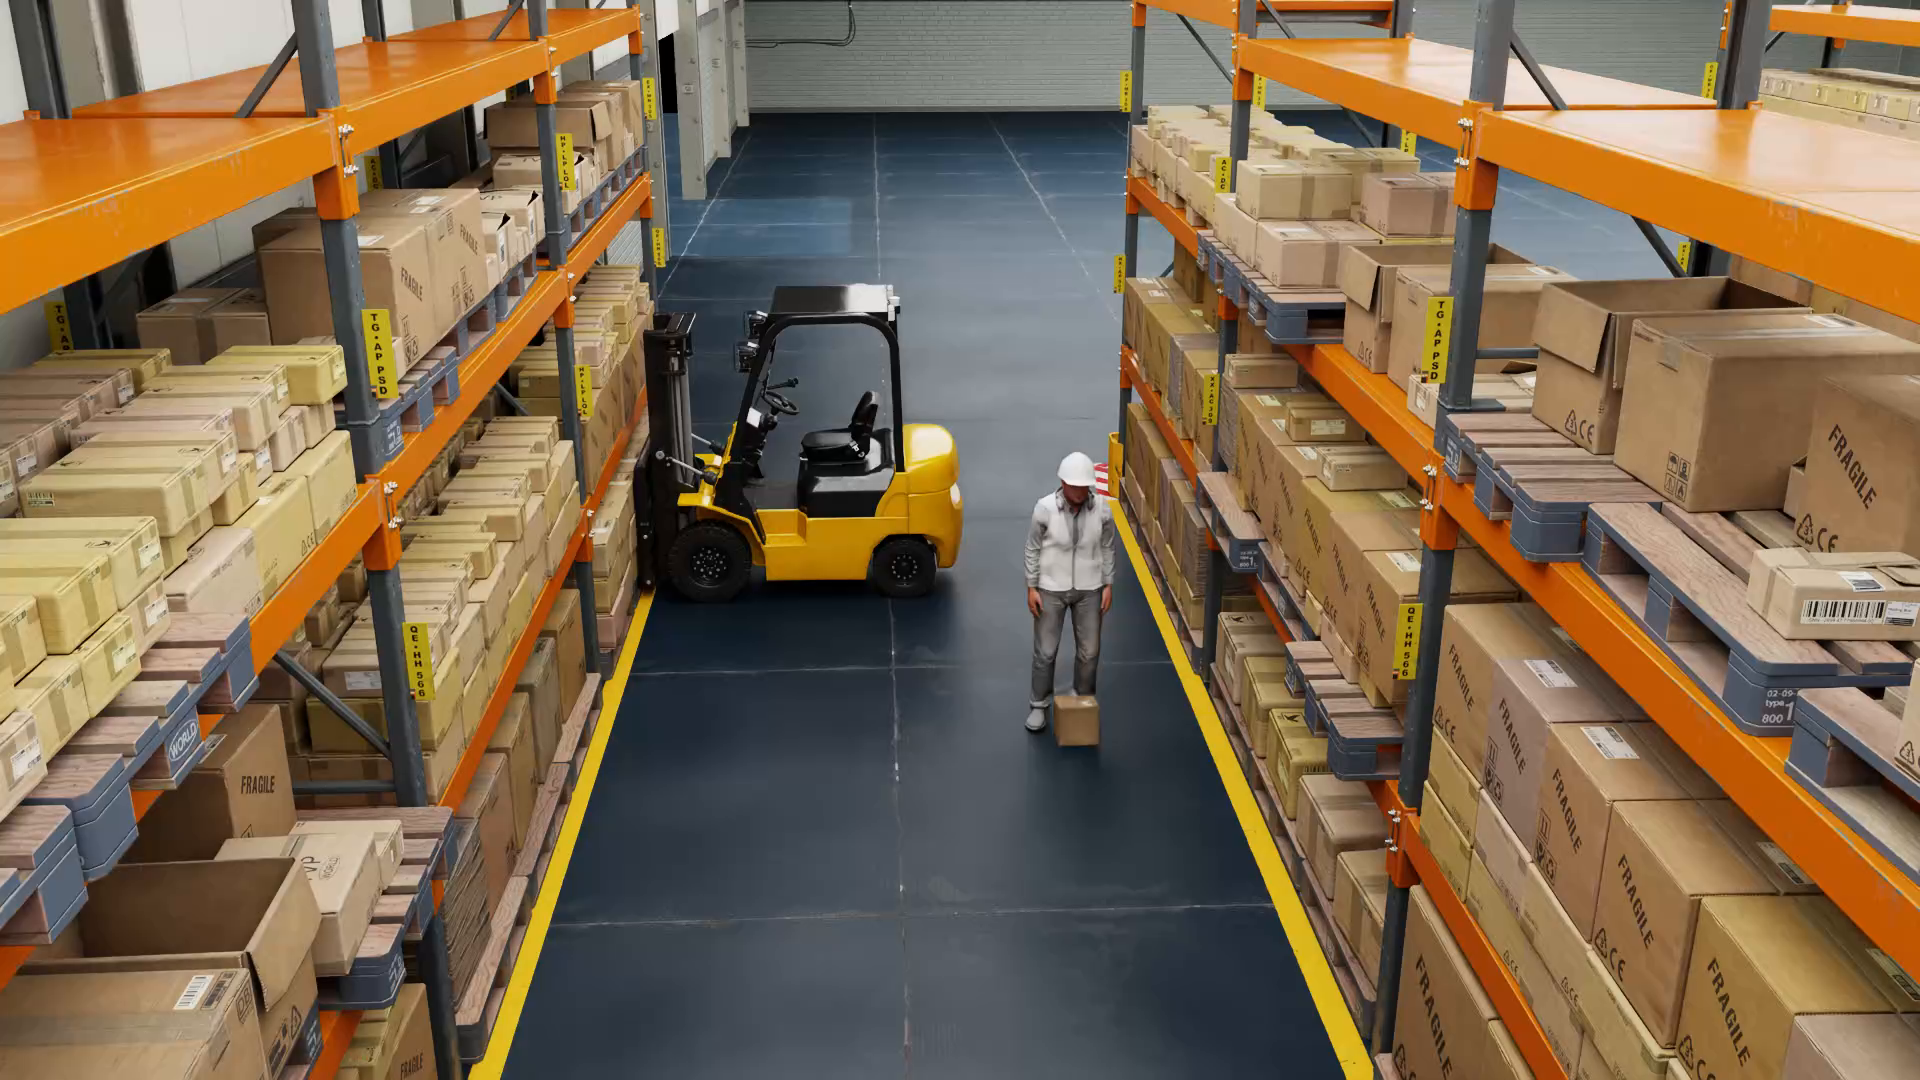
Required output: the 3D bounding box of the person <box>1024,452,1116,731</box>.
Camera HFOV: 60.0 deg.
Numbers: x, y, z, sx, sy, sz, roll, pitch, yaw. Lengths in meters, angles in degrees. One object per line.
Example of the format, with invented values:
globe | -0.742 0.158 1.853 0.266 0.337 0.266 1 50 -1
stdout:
person | 0.677 0.300 10.228 0.570 1.769 0.456 -2 20 -6
